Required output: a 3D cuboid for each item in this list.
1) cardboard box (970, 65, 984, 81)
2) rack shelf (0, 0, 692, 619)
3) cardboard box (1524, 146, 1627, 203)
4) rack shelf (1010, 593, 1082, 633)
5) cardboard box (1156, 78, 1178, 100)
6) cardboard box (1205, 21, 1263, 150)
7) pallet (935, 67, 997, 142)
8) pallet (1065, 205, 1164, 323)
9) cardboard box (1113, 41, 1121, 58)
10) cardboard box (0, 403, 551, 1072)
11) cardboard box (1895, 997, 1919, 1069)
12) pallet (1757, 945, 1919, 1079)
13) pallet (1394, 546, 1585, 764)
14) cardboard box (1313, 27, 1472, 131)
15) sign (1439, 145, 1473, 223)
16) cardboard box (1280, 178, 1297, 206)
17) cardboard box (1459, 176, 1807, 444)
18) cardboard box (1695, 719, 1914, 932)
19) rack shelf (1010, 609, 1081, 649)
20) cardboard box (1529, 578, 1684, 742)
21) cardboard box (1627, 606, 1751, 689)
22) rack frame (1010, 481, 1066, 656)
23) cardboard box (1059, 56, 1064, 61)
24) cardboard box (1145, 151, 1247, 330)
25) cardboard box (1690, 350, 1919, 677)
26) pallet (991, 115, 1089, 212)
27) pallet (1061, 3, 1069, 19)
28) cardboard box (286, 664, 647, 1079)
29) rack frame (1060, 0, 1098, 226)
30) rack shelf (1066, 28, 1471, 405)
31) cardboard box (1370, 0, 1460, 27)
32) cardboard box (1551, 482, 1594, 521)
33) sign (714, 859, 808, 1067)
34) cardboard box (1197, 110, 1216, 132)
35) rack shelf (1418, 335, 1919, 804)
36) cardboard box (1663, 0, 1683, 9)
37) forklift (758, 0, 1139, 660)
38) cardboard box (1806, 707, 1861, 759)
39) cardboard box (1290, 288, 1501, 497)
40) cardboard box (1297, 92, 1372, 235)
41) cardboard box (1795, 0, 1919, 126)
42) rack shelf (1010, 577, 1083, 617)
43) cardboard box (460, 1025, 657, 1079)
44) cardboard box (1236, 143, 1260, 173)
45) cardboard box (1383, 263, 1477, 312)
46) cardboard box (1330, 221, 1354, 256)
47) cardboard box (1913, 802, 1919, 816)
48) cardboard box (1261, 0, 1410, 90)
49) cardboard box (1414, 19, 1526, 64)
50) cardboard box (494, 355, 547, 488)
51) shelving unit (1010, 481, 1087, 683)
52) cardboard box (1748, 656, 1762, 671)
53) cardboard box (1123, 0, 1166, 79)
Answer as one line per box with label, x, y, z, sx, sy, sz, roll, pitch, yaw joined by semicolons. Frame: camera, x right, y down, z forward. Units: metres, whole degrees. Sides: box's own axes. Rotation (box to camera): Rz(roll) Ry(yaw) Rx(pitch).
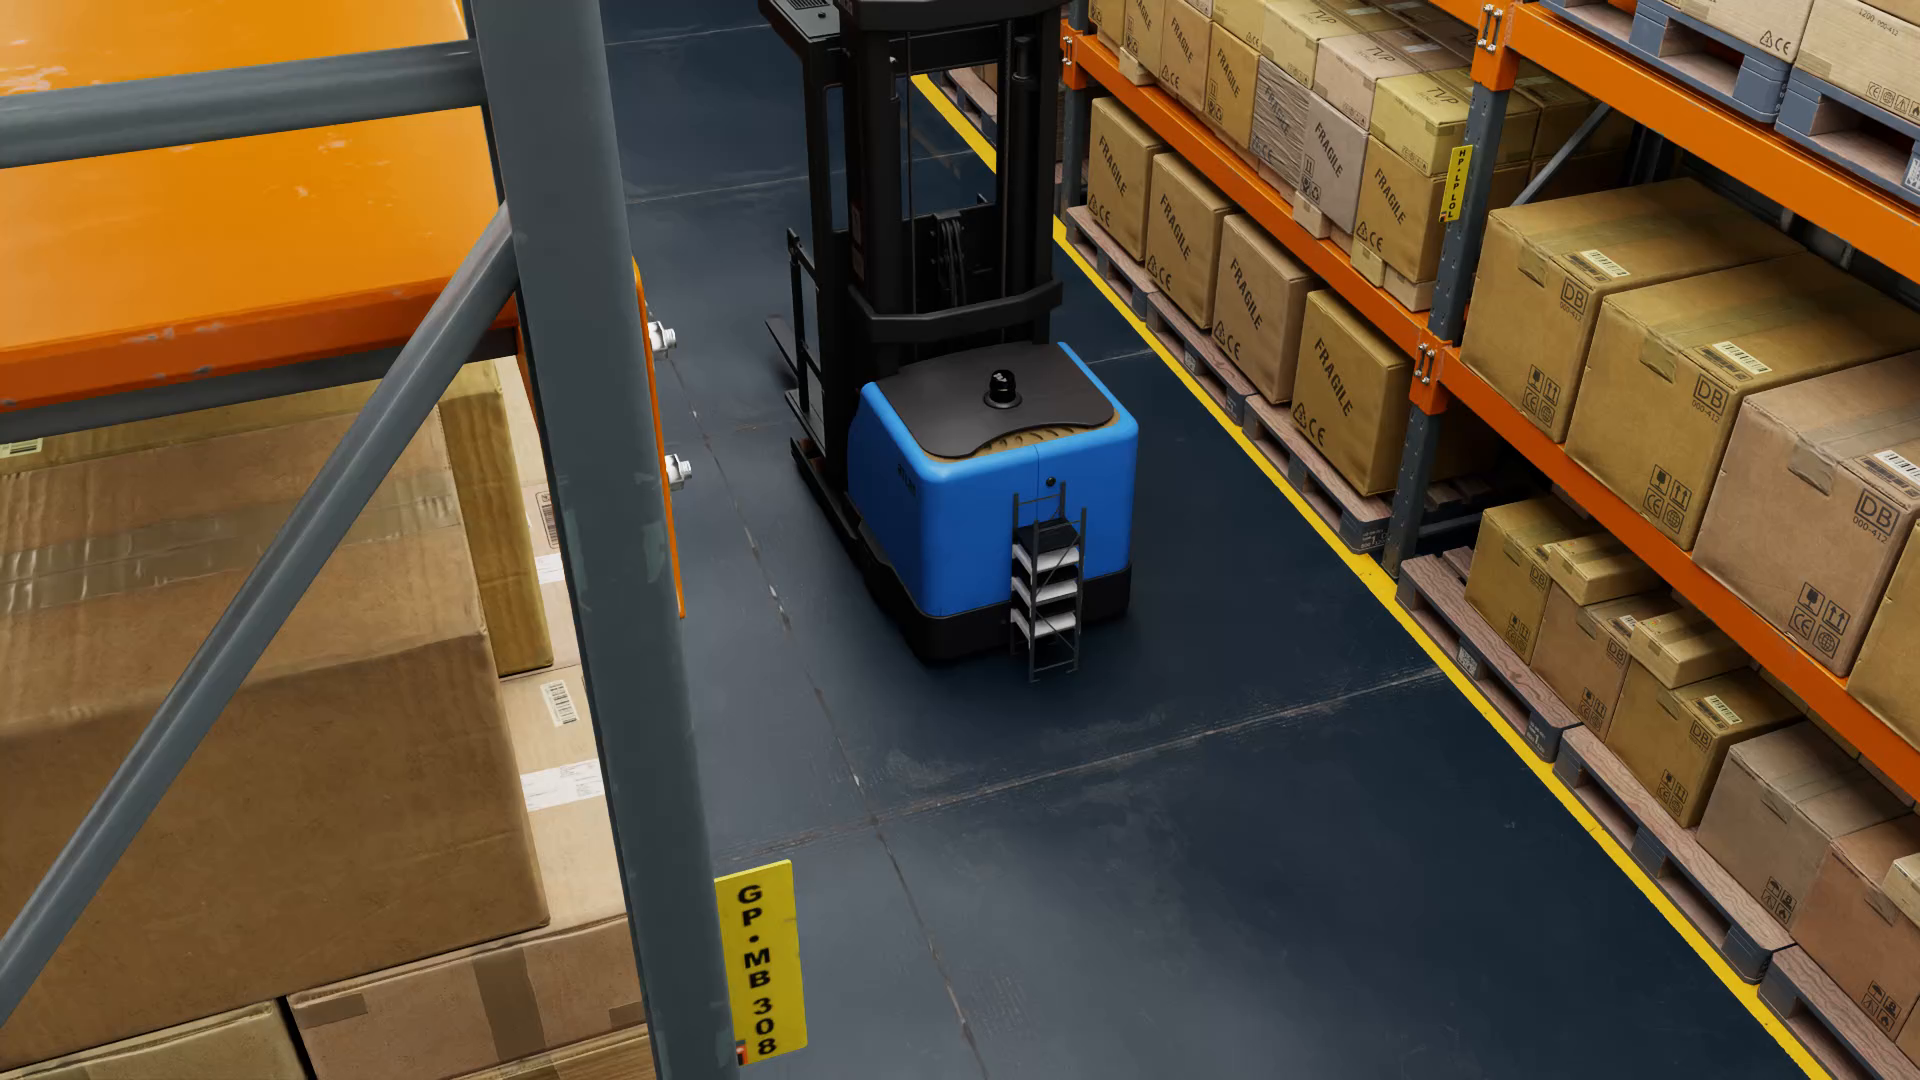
cardboard box;0.412;-3.846;12.575;0.700;0.500;0.500;-12;39;-15
rack shelf;-1.428;-1.090;2.818;1.077;0.370;4.000;-12;39;-16
cardboard box;2.612;-1.619;7.559;0.500;0.500;0.500;-14;39;-17
rack shelf;0.378;0.292;7.319;0.258;0.077;0.200;-14;39;-18
cardboard box;1.345;-2.645;9.460;0.380;0.149;0.250;-13;39;-16
cardboard box;1.611;-2.368;8.554;0.500;0.500;0.500;-11;38;-15
pallet;0.473;-3.415;12.609;1.003;0.211;1.213;-12;39;-16
pallet;1.357;-1.825;10.497;1.003;0.211;1.213;-12;39;-16
cardboard box;1.131;-2.929;9.838;0.380;0.149;0.250;-12;39;-15
cardboard box;-0.932;0.223;2.053;0.700;0.500;0.500;-12;39;-16
cardboard box;3.575;1.576;5.393;0.700;0.500;0.500;-12;39;-16
pallet;3.561;1.798;5.687;1.003;0.211;1.213;-12;39;-16
pallet;2.722;0.420;7.517;1.003;0.211;1.213;-12;39;-16
cardboard box;1.966;-2.108;7.585;0.500;0.250;0.500;-12;39;-15
sign;2.027;-1.453;6.789;0.100;0.325;0.005;-12;39;-16
cardboard box;1.827;-1.762;8.288;0.380;0.149;0.250;-12;39;-16
cardboard box;2.705;-0.950;6.769;0.980;0.700;0.700;-12;39;-15
cardboard box;3.229;1.009;6.146;0.700;0.500;0.500;-14;39;-17
rack shelf;0.378;0.364;7.373;0.258;0.077;0.200;-14;39;-18
cardboard box;2.864;0.419;6.929;0.700;0.500;0.500;-13;39;-16
cardboard box;2.821;0.402;6.413;0.380;0.149;0.250;-14;39;-17
rack frame;0.339;0.137;7.320;0.240;0.900;0.006;-14;39;-18
cardboard box;0.792;-3.288;11.834;0.700;0.500;0.500;-13;39;-16
cardboard box;1.582;-1.770;9.544;0.750;0.750;0.750;-13;39;-16
cardboard box;3.210;-0.127;5.677;0.980;0.700;0.700;-14;39;-18
pallet;0.889;-2.727;11.695;1.003;0.211;1.213;-12;39;-16
pallet;0.812;-3.703;10.833;1.213;0.211;1.003;-12;39;-16
cardboard box;-0.672;0.466;2.355;0.500;0.250;0.500;-12;39;-16
rack frame;1.157;-3.399;10.270;1.000;3.000;0.127;-12;39;-16
rack shelf;1.845;-1.982;8.987;1.077;0.370;4.000;-12;39;-16
cardboard box;2.256;-2.496;8.101;0.500;0.250;0.500;-14;39;-17
cardboard box;2.831;-0.248;7.275;0.380;0.149;0.250;-13;39;-16
sign;-0.231;0.488;1.890;0.100;0.325;0.005;-12;39;-16
cardboard box;1.522;-2.352;9.072;0.380;0.149;0.250;-12;39;-15
rack shelf;3.222;0.277;5.987;1.077;0.370;4.000;-12;39;-16
cardboard box;2.524;-2.041;5.666;0.500;0.250;0.500;-13;39;-16
forklift;-0.239;-1.521;7.833;1.130;2.935;3.031;-14;39;-18
cardboard box;3.368;0.630;6.110;0.380;0.149;0.250;-12;39;-15
cardboard box;2.188;-0.789;8.242;0.750;0.750;0.750;-12;39;-15
cardboard box;1.953;-1.801;7.801;0.500;0.500;0.500;-12;39;-16
cardboard box;2.869;-1.462;4.897;0.500;0.250;0.500;-13;39;-17
rack shelf;0.378;0.220;7.265;0.258;0.077;0.200;-14;39;-18
cardboard box;-0.678;0.666;2.504;0.500;0.250;0.500;-12;39;-16
cardboard box;1.675;-2.059;8.683;0.380;0.149;0.250;-11;38;-15
cardboard box;2.151;-1.180;7.515;0.380;0.149;0.250;-12;39;-16
cardboard box;1.995;-1.473;7.905;0.380;0.149;0.250;-11;38;-15
cardboard box;3.545;0.918;5.727;0.380;0.149;0.250;-12;39;-16
cardboard box;1.790;-2.396;7.968;0.500;0.250;0.500;-12;39;-15
cardboard box;2.433;-2.214;7.726;0.500;0.250;0.500;-12;39;-15
cardboard box;-1.016;-0.100;3.105;0.500;0.250;0.500;-12;39;-16
shelving unit;0.378;0.194;7.245;0.258;0.900;0.210;-14;39;-18
cardboard box;3.192;0.341;6.493;0.380;0.149;0.250;-12;39;-15
cardboard box;1.255;-2.941;9.314;0.500;0.500;0.500;-11;38;-14
